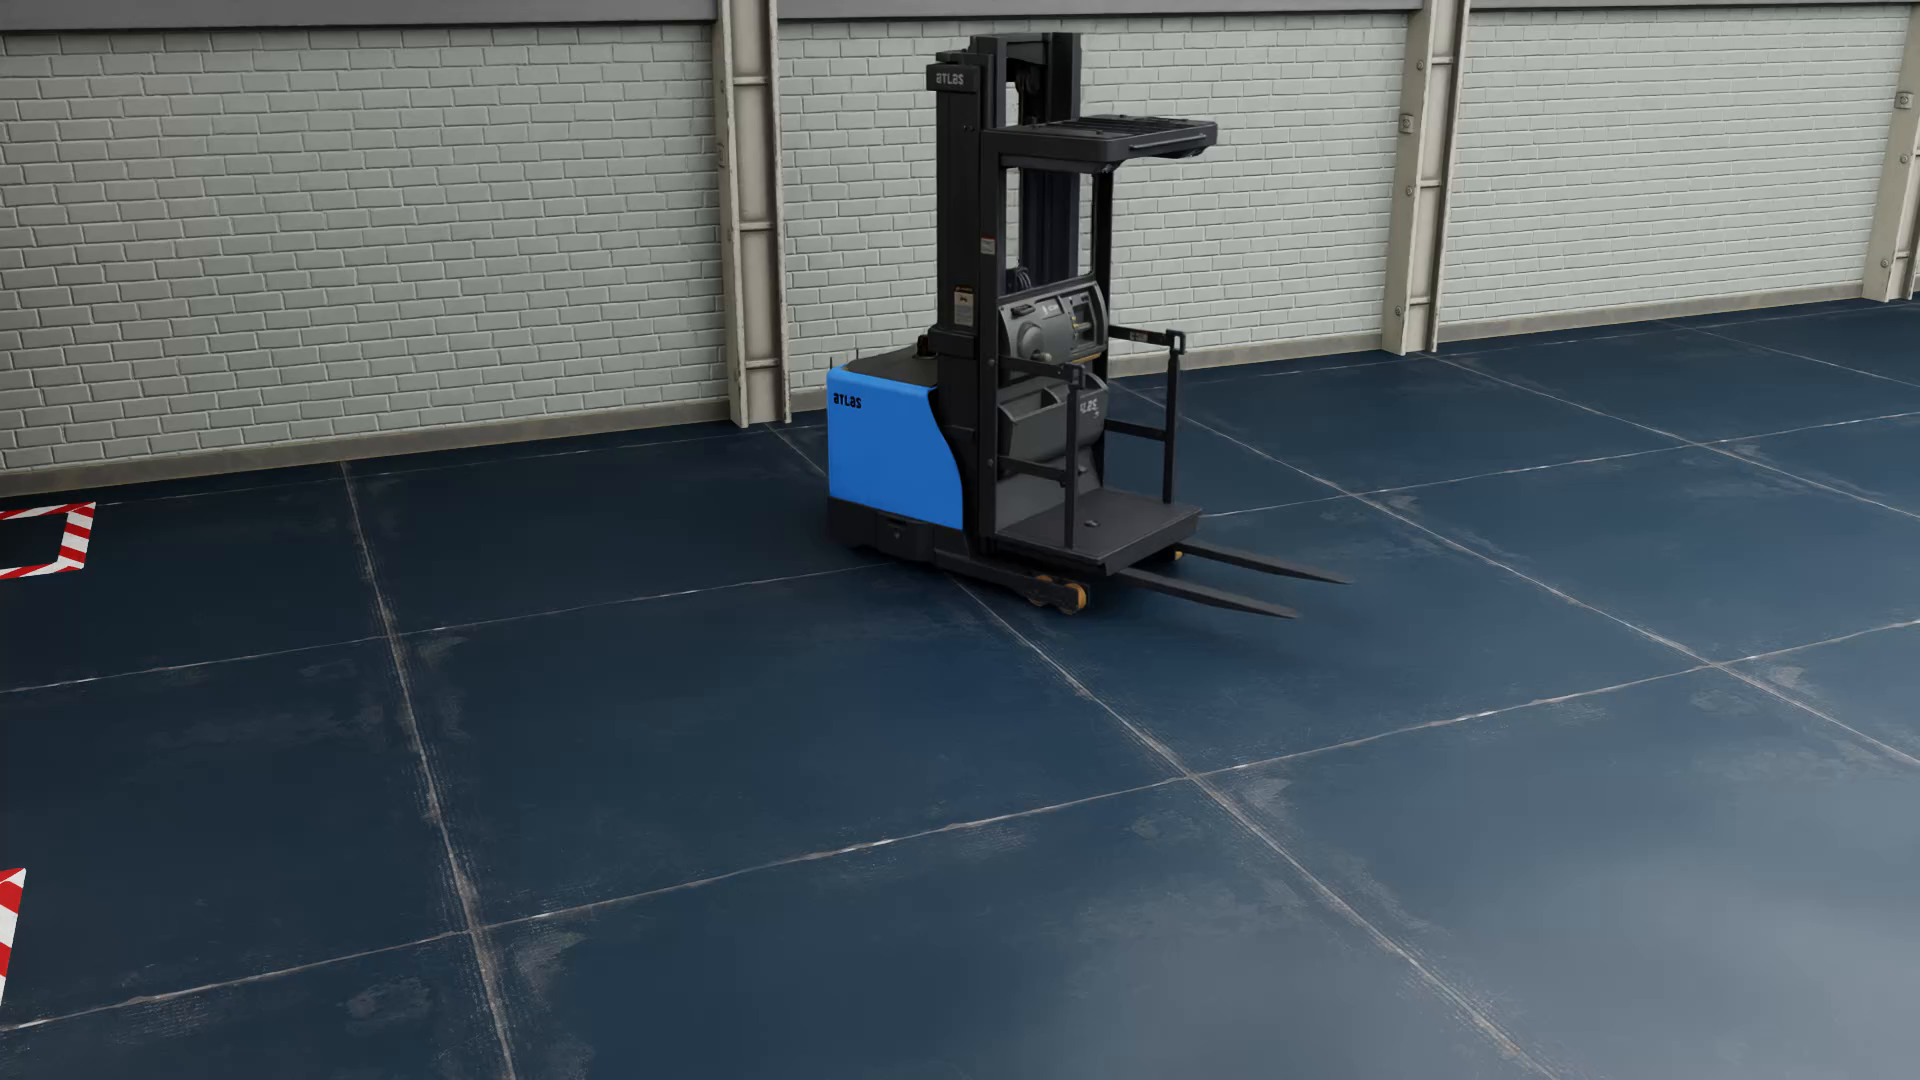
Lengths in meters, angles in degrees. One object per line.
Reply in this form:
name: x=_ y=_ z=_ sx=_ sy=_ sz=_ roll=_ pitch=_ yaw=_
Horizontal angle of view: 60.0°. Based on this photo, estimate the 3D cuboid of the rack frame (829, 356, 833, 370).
rack frame: x=-0.703 y=-0.589 z=10.115 sx=0.200 sy=1.050 sz=0.008 roll=14 pitch=24 yaw=35

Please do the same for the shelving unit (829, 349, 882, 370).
shelving unit: x=-0.629 y=-0.622 z=10.207 sx=0.215 sy=1.050 sz=0.252 roll=14 pitch=24 yaw=35

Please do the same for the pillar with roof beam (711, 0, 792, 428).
pillar with roof beam: x=0.193 y=-3.840 z=7.380 sx=0.400 sy=9.000 sz=9.100 roll=-8 pitch=21 yaw=-22

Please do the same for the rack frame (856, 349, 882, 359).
rack frame: x=-0.555 y=-0.654 z=10.298 sx=0.200 sy=1.050 sz=0.008 roll=14 pitch=24 yaw=35

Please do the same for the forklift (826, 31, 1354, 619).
forklift: x=0.681 y=-1.184 z=8.971 sx=3.031 sy=2.935 sz=1.130 roll=15 pitch=24 yaw=36

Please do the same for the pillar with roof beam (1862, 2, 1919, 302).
pillar with roof beam: x=11.212 y=-5.419 z=11.863 sx=0.400 sy=9.000 sz=9.100 roll=-8 pitch=21 yaw=-22

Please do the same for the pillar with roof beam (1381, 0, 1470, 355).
pillar with roof beam: x=5.702 y=-4.630 z=9.621 sx=0.400 sy=9.000 sz=9.100 roll=-8 pitch=21 yaw=-22
